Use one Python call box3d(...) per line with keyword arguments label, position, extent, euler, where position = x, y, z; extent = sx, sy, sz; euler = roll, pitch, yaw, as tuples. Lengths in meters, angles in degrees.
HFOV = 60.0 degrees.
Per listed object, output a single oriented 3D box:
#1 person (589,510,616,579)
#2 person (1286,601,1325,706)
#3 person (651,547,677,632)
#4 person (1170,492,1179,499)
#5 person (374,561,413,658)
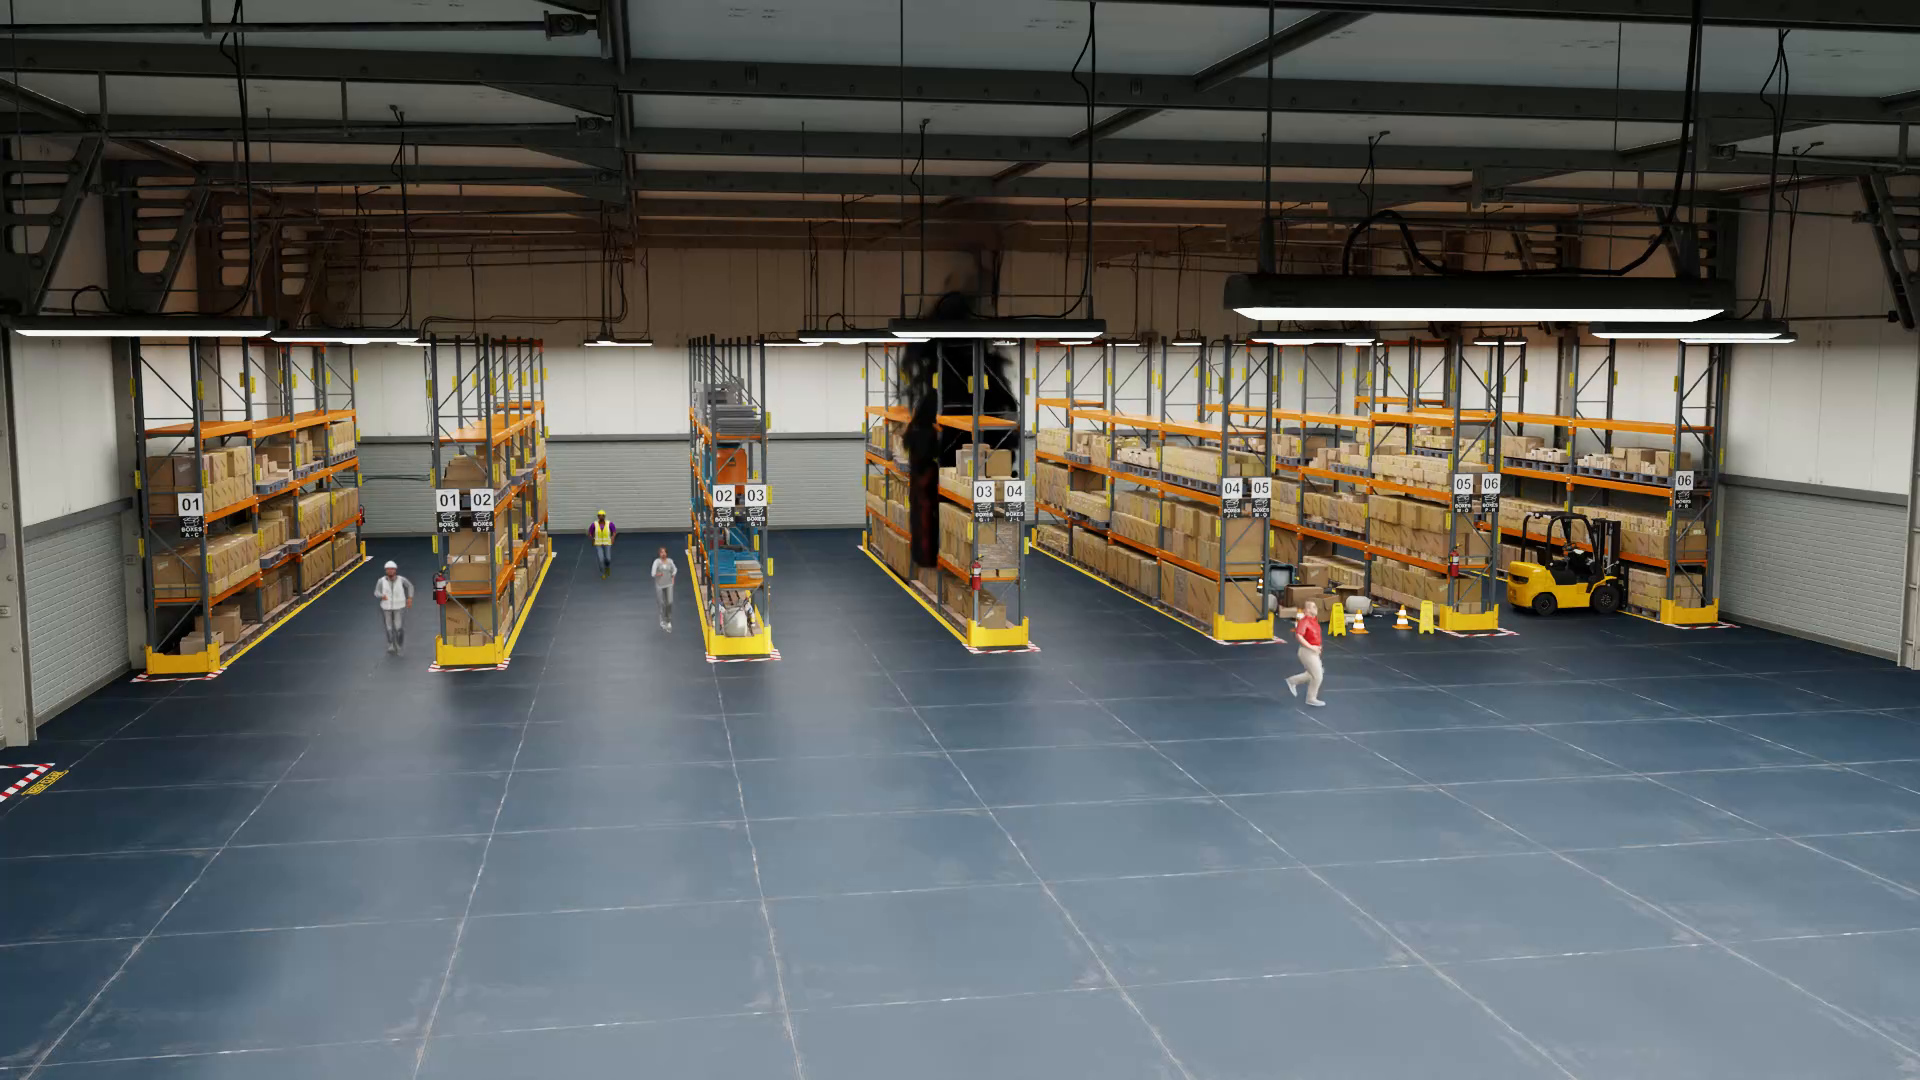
box3d(label="person", position=(-8.913, 0.114, 41.495), extent=(0.679, 1.721, 0.576), euler=(-1, 7, -13))
box3d(label="person", position=(5.578, 1.817, 26.819), extent=(0.677, 1.682, 0.686), euler=(3, 7, 25))
box3d(label="person", position=(-5.733, 0.958, 32.301), extent=(0.517, 1.657, 0.633), euler=(-2, 7, -16))
box3d(label="person", position=(6.560, -0.865, 50.786), extent=(0.633, 1.577, 0.558), euler=(-1, 7, -10))
box3d(label="person", position=(-10.587, 1.308, 31.078), extent=(0.675, 1.850, 0.748), euler=(-1, 7, -13))
